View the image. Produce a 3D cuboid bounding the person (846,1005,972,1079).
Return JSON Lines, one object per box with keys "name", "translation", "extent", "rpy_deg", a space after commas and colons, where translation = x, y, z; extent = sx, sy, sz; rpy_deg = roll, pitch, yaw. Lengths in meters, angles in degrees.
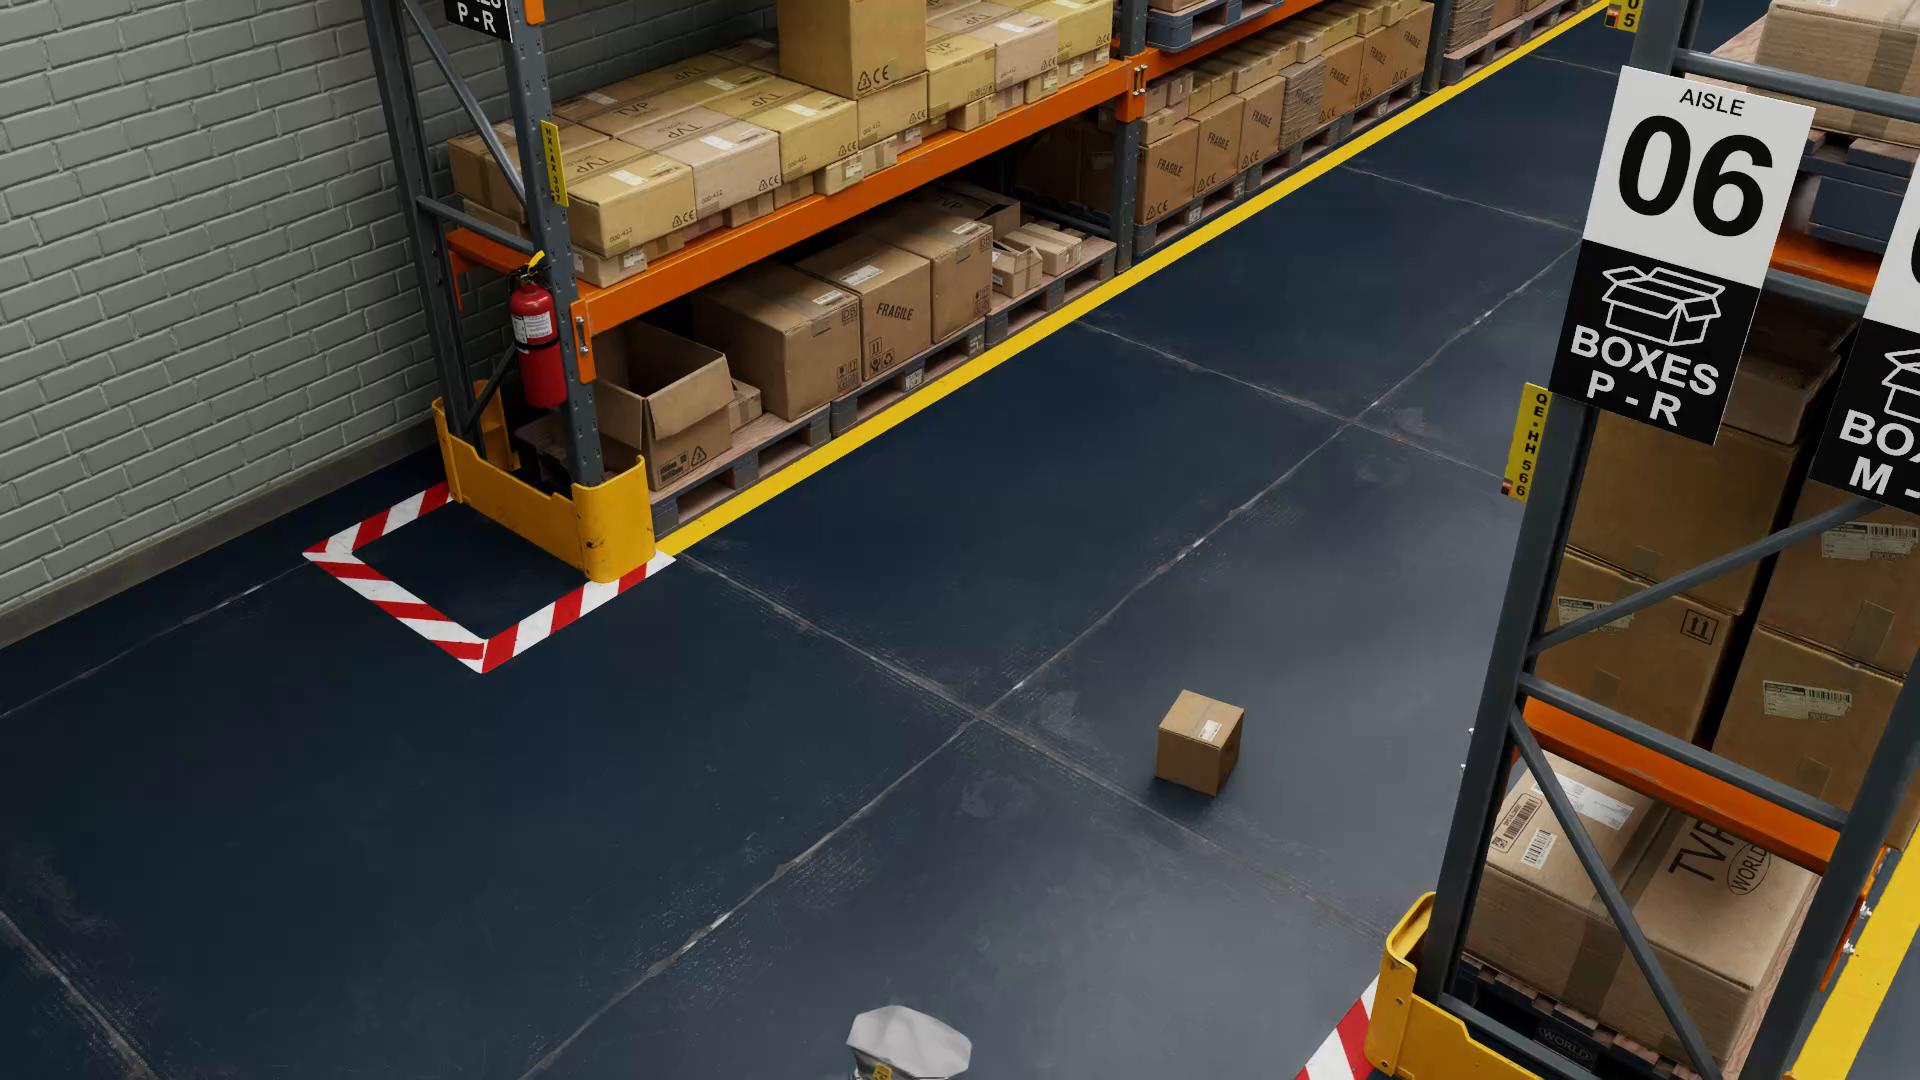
{"name": "person", "translation": [-0.142, 1.718, 3.638], "extent": [0.531, 1.804, 0.452], "rpy_deg": [8, 36, 12]}
